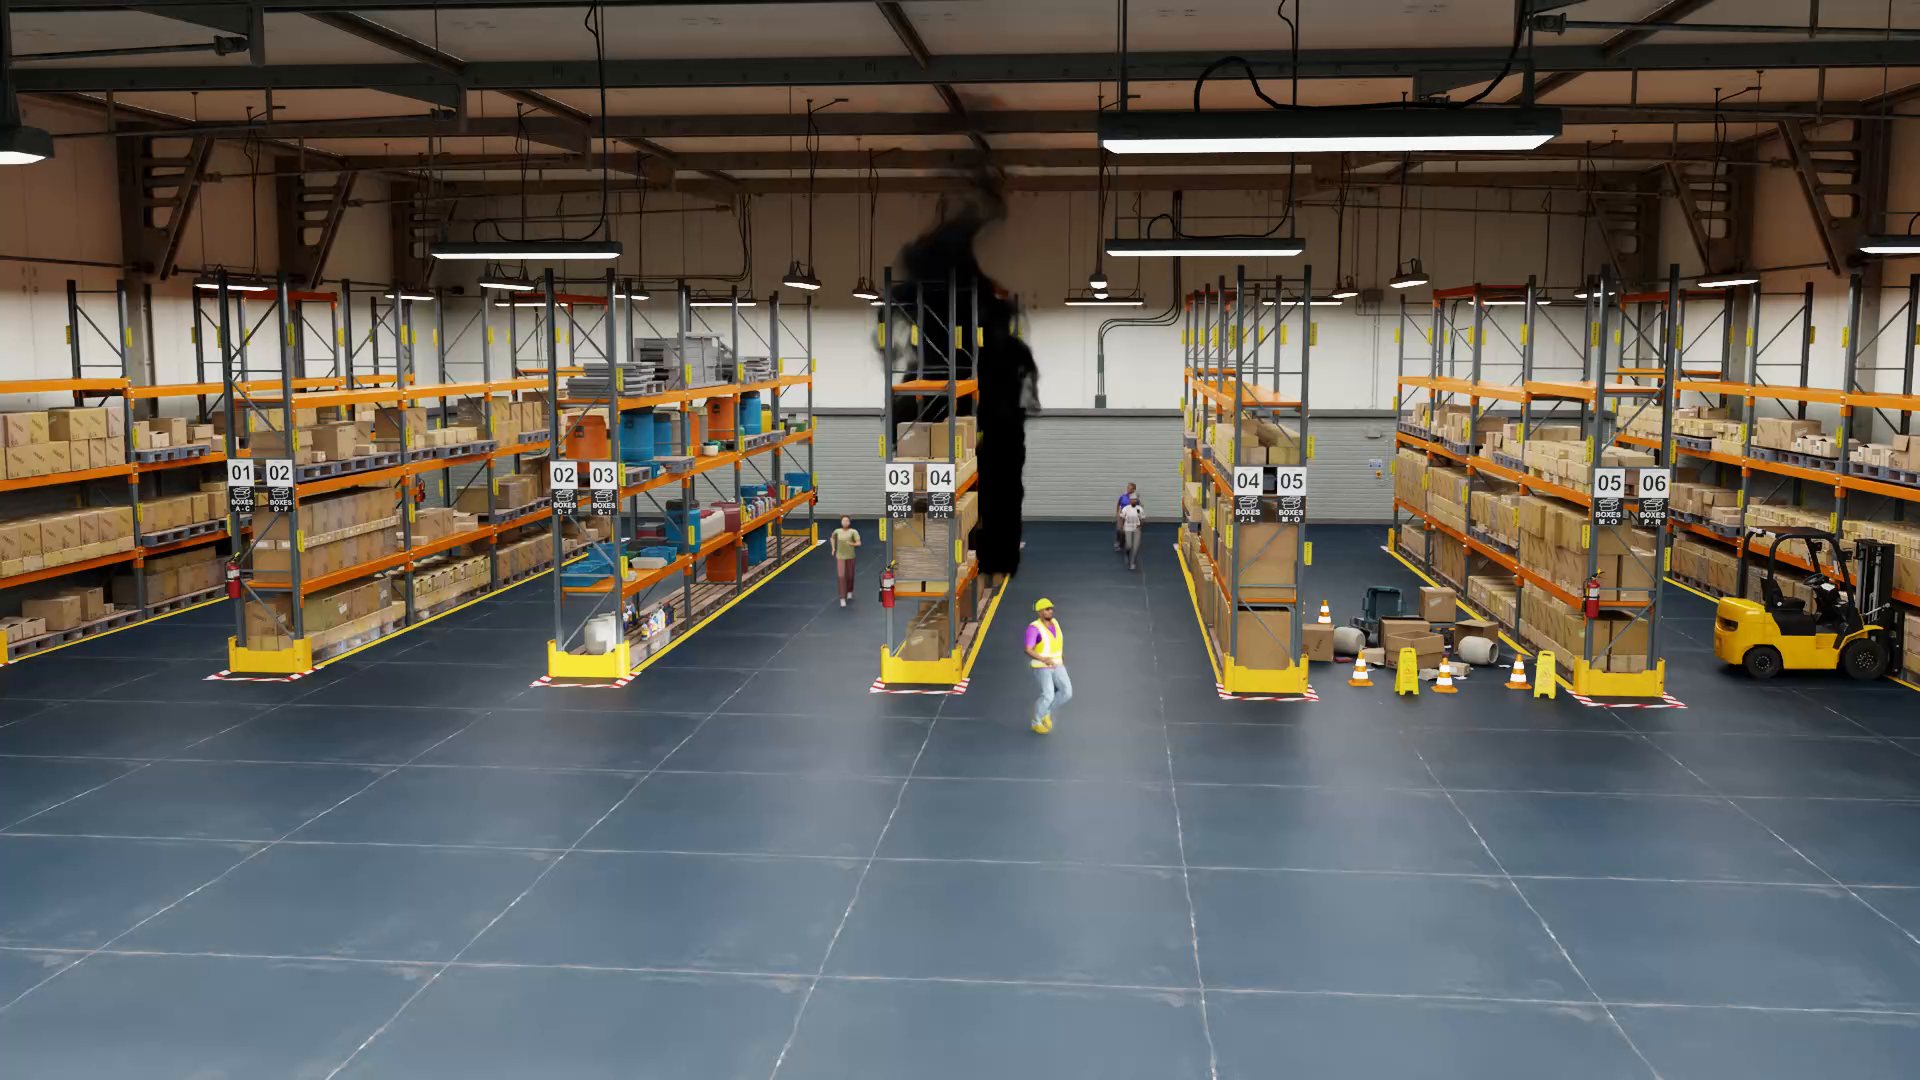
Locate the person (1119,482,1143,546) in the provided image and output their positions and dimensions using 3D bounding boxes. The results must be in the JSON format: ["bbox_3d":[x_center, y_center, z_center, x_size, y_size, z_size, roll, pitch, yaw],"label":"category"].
[{"bbox_3d":[4.029,-0.592,39.738,0.566,1.536,0.614,-5,9,-37],"label":"person"}]

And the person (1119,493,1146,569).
[{"bbox_3d":[3.739,-0.190,36.025,0.575,1.660,0.553,0,7,1],"label":"person"}]

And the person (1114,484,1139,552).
[{"bbox_3d":[3.870,-0.501,38.833,0.597,1.589,0.543,3,7,21],"label":"person"}]

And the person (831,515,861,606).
[{"bbox_3d":[-2.145,0.354,31.265,0.570,1.665,0.960,0,7,-4],"label":"person"}]

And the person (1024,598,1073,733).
[{"bbox_3d":[1.134,1.593,21.063,0.712,1.721,0.566,-7,10,-44],"label":"person"}]
